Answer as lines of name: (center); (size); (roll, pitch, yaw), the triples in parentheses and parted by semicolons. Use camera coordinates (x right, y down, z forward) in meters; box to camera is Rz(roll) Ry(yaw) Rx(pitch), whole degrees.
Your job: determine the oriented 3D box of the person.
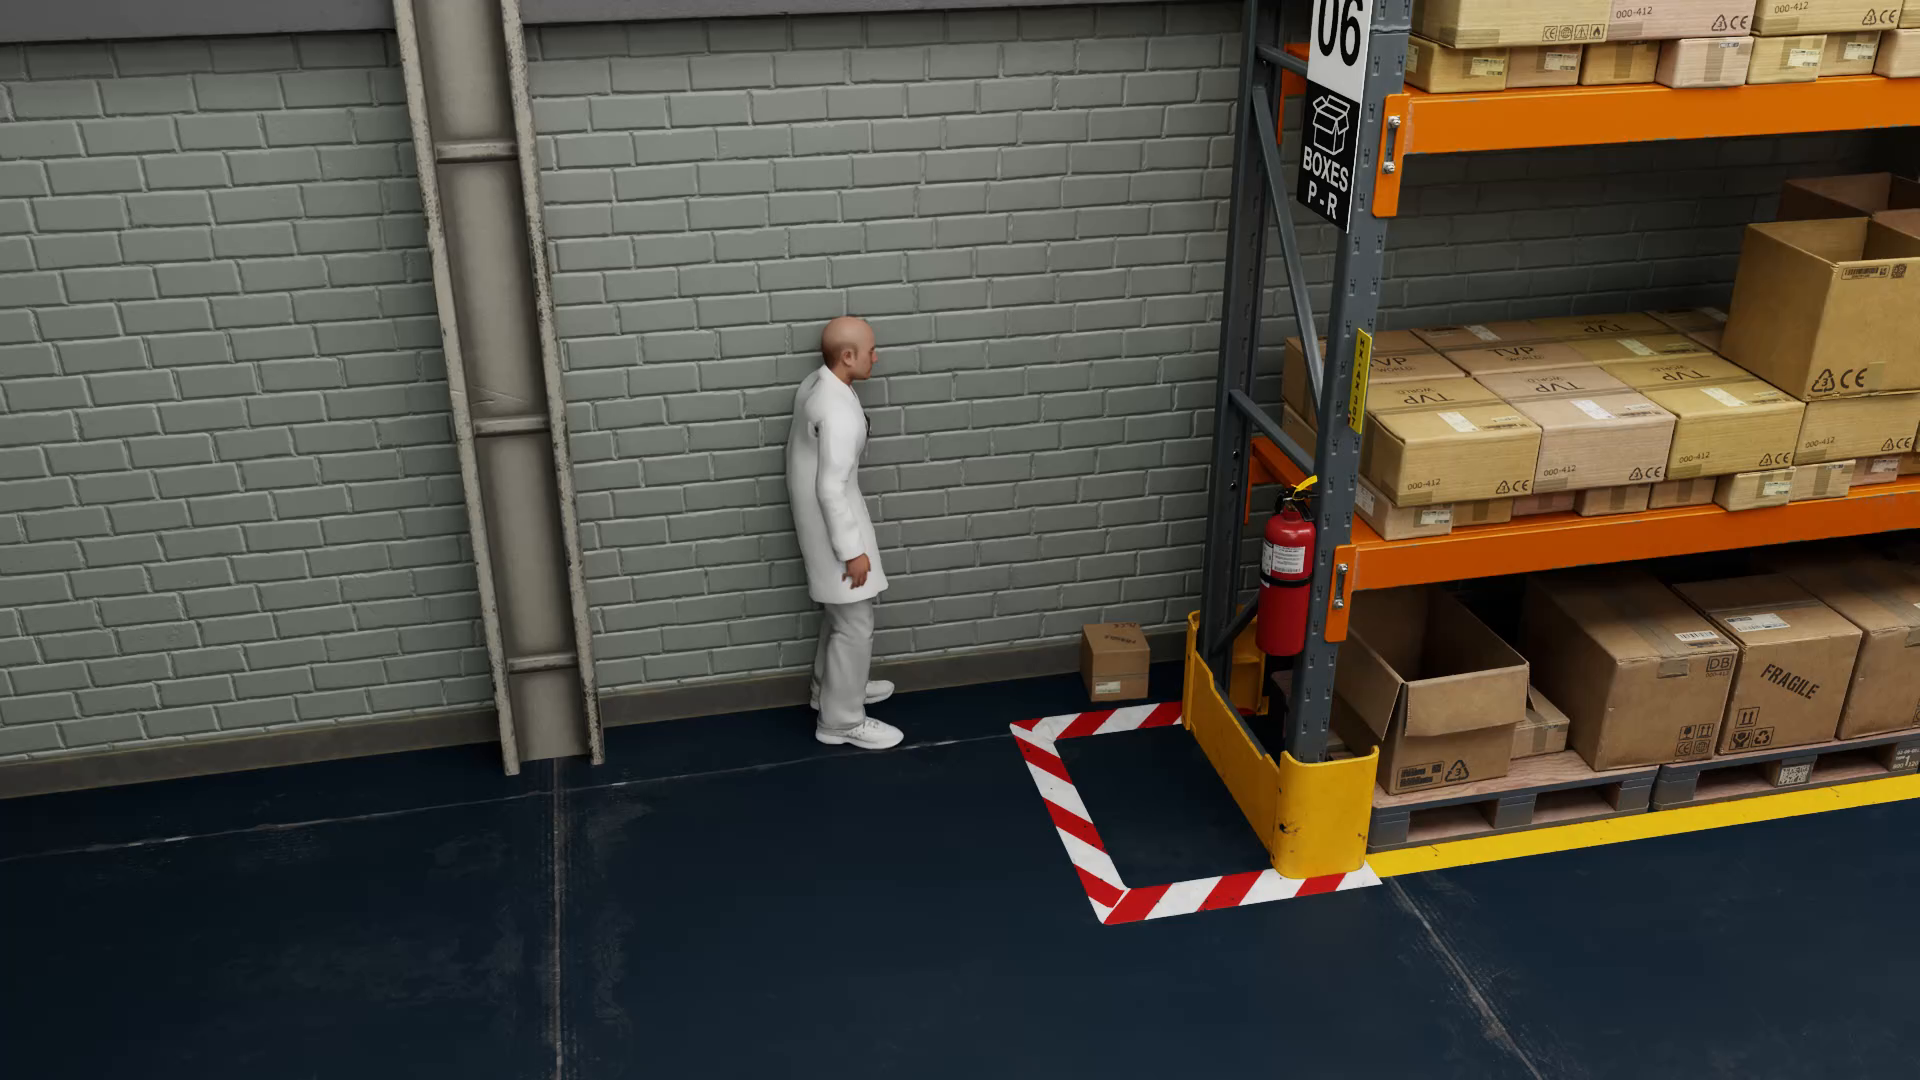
person: (-0.476, -0.043, 6.721); (0.428, 1.772, 0.644); (-4, 27, -8)
